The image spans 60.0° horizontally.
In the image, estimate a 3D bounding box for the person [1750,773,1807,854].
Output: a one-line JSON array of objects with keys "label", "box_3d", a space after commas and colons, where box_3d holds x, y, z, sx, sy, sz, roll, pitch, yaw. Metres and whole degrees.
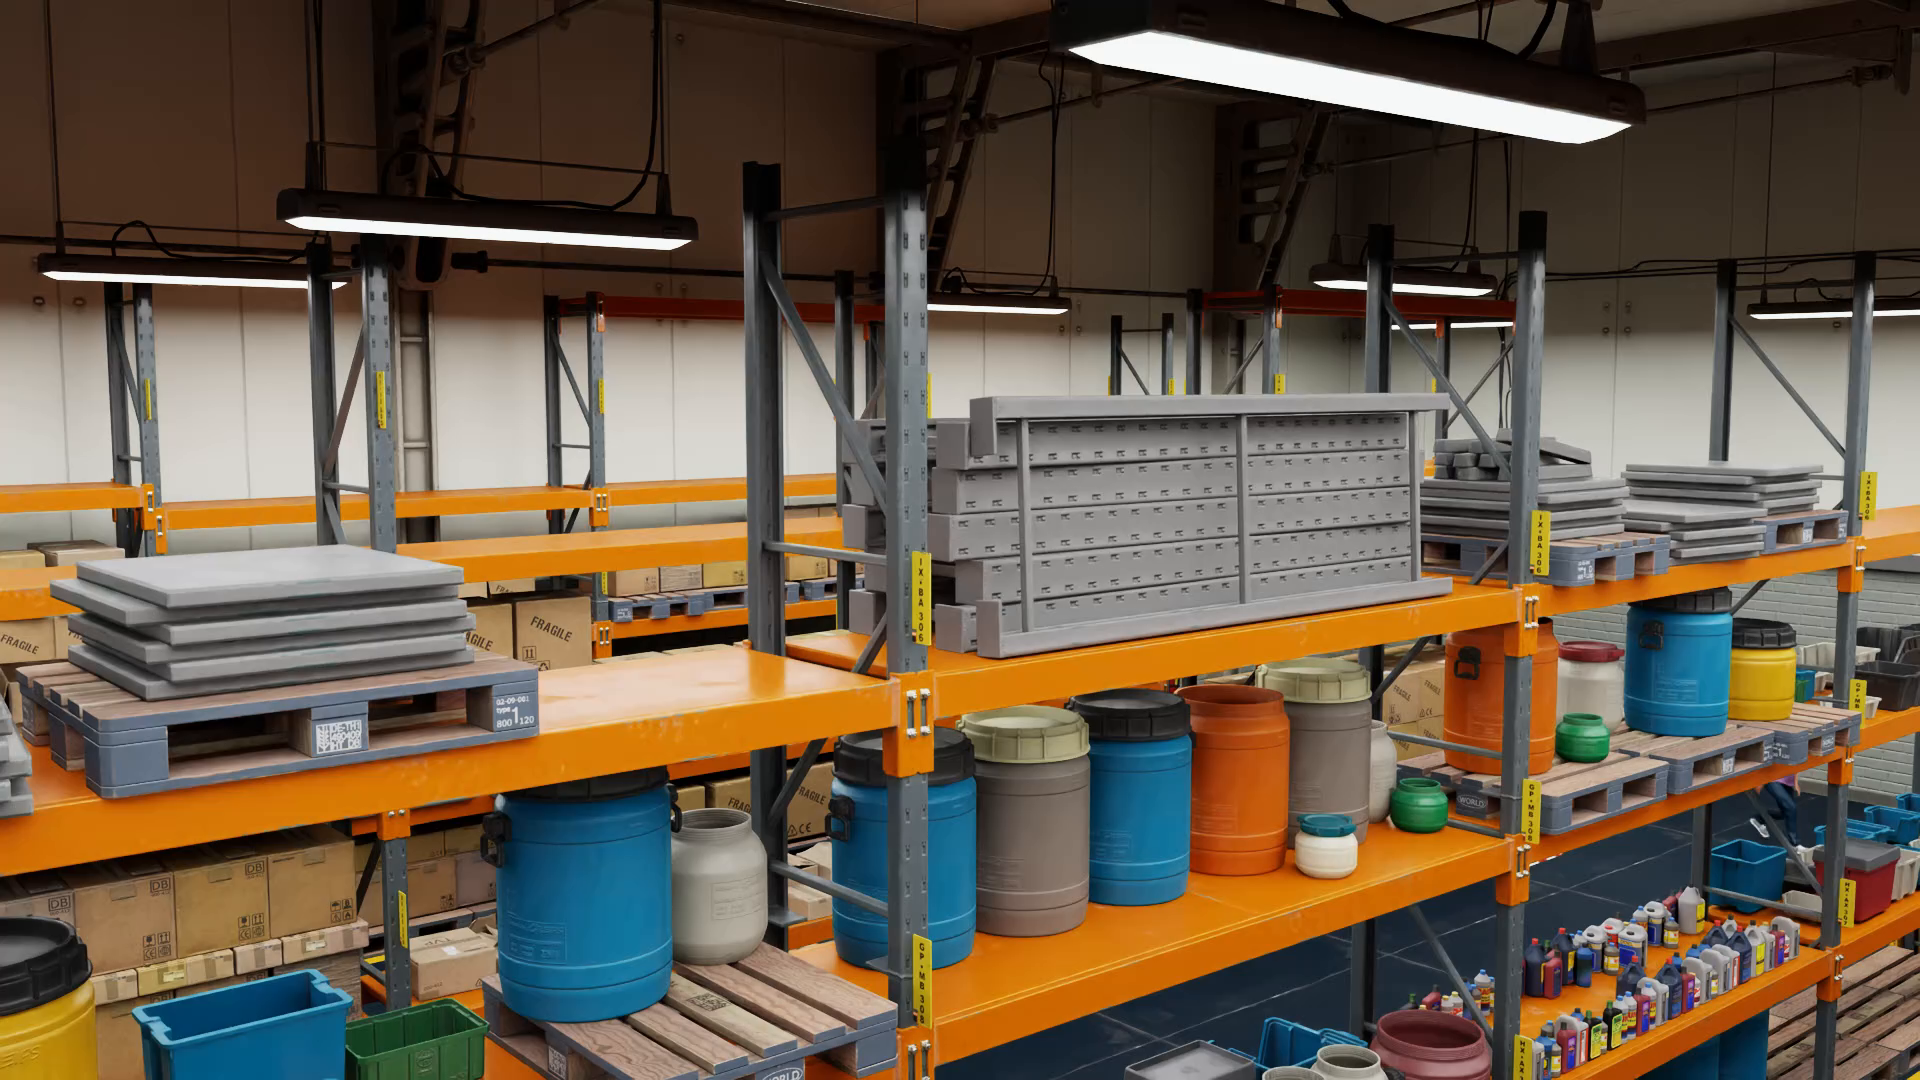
[{"label": "person", "box_3d": [9.059, 2.655, 18.362, 0.390, 1.474, 0.963, -2, 6, -17]}]
